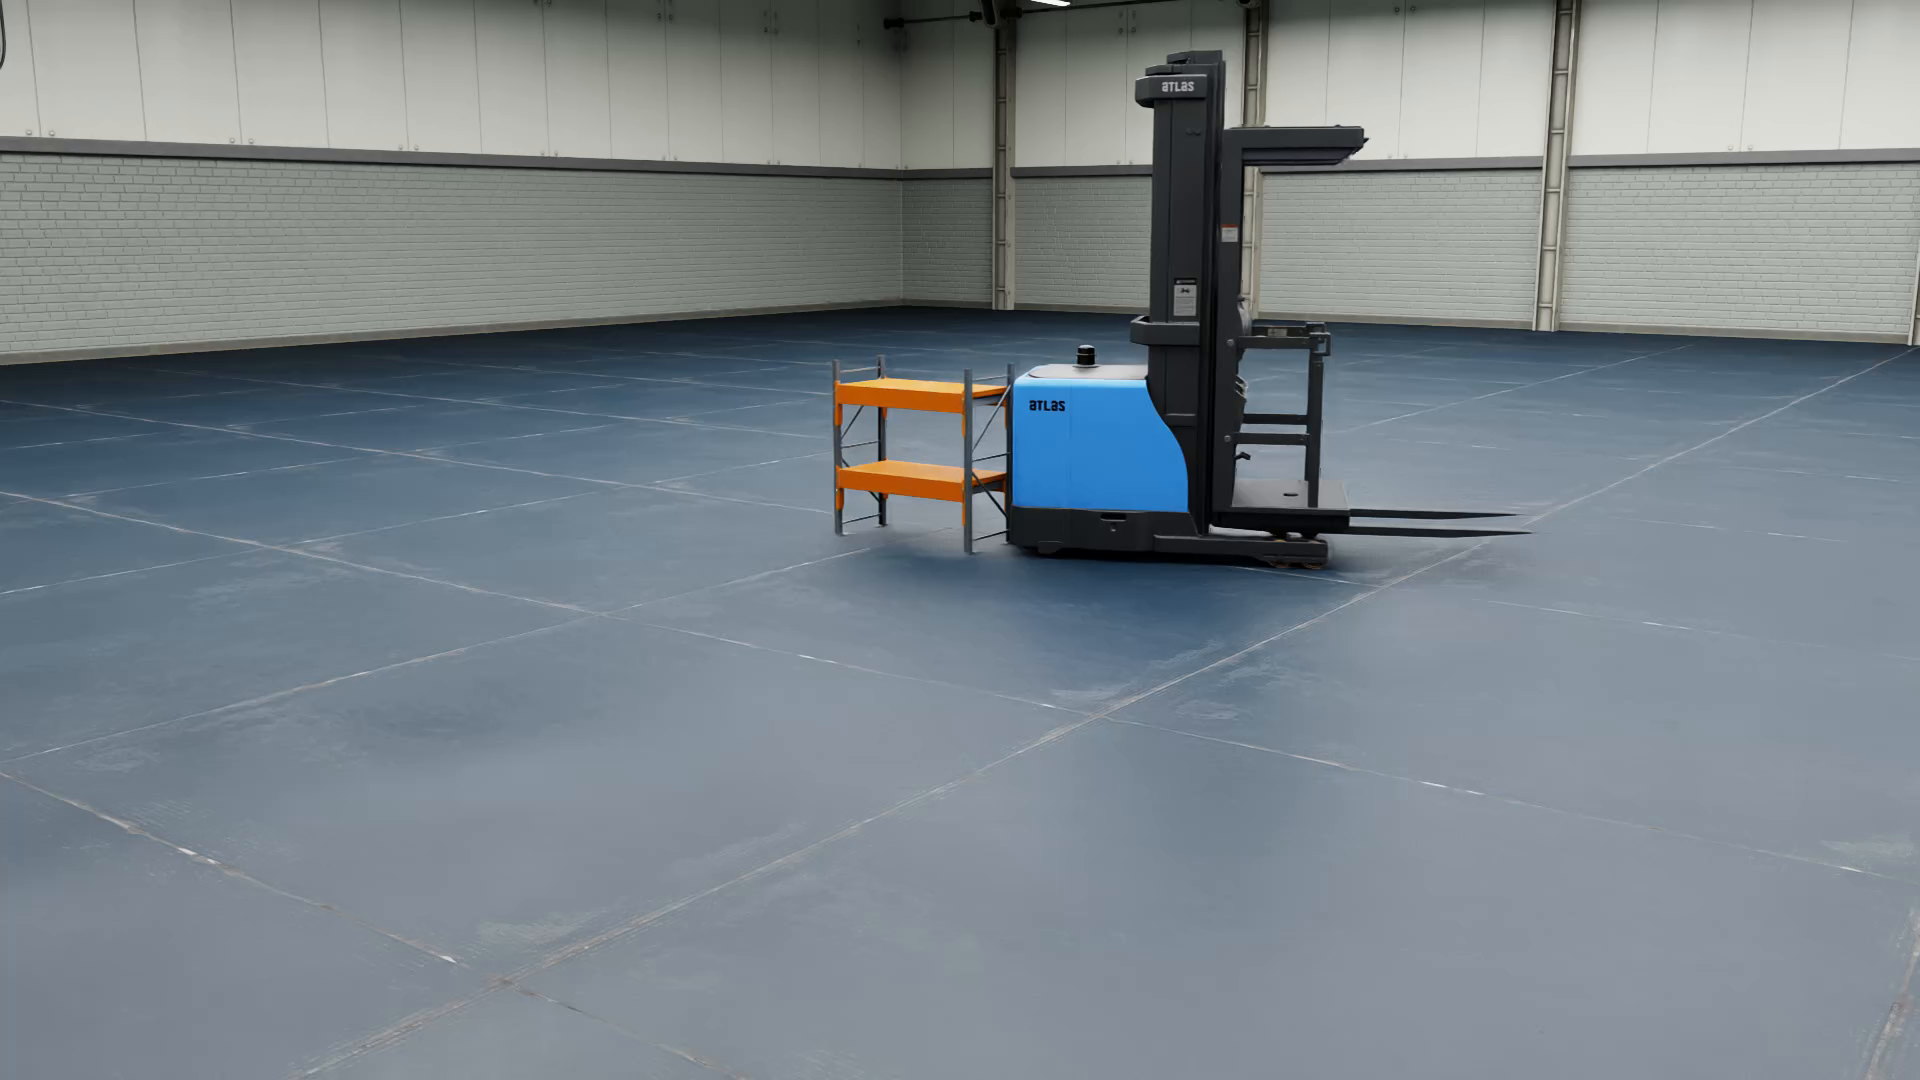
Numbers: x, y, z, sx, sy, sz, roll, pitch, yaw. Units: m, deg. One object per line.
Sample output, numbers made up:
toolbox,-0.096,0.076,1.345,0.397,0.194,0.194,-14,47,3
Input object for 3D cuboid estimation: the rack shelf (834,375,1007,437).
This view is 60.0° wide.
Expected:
rack shelf,-0.232,-0.846,10.398,1.000,0.278,0.538,8,13,35

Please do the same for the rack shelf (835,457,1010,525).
rack shelf,-0.232,-0.318,10.500,1.000,0.278,0.538,8,13,35

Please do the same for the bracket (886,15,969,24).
bracket,-1.009,-11.536,36.991,3.189,0.066,0.076,8,13,36

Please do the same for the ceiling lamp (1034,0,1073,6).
ceiling lamp,1.148,-11.248,29.613,0.800,3.185,2.000,8,13,36

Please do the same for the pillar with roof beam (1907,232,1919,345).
pillar with roof beam,12.930,-6.894,22.471,0.400,9.000,9.100,8,13,36

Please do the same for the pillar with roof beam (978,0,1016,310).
pillar with roof beam,-1.578,-8.917,32.932,0.548,9.000,9.100,8,13,36

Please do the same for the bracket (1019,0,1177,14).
bracket,3.171,-10.953,33.977,4.783,0.066,0.076,8,13,36

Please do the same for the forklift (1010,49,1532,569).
forklift,1.870,-1.378,9.936,3.031,2.935,1.130,2,11,10

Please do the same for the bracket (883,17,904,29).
bracket,-1.485,-11.602,37.334,0.430,0.232,0.235,8,13,36

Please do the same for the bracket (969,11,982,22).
bracket,0.426,-11.336,35.957,0.430,0.232,0.235,8,13,36

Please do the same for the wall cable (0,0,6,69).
wall cable,-13.635,-8.409,21.350,0.169,6.003,2.305,8,13,36

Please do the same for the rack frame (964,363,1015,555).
rack frame,0.182,-0.502,10.164,0.032,1.125,0.500,8,13,35

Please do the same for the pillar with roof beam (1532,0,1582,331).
pillar with roof beam,8.094,-7.568,25.958,0.400,9.000,9.100,8,13,36

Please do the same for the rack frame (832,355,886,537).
rack frame,-0.646,-0.614,10.743,0.032,1.125,0.500,8,13,35

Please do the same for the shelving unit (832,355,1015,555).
shelving unit,-0.232,-0.558,10.453,1.048,1.125,0.538,8,13,35

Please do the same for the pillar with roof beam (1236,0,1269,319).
pillar with roof beam,3.258,-8.243,29.445,0.548,9.000,9.100,8,13,36

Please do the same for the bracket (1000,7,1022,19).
bracket,1.095,-11.243,35.475,0.430,0.232,0.235,8,13,36
